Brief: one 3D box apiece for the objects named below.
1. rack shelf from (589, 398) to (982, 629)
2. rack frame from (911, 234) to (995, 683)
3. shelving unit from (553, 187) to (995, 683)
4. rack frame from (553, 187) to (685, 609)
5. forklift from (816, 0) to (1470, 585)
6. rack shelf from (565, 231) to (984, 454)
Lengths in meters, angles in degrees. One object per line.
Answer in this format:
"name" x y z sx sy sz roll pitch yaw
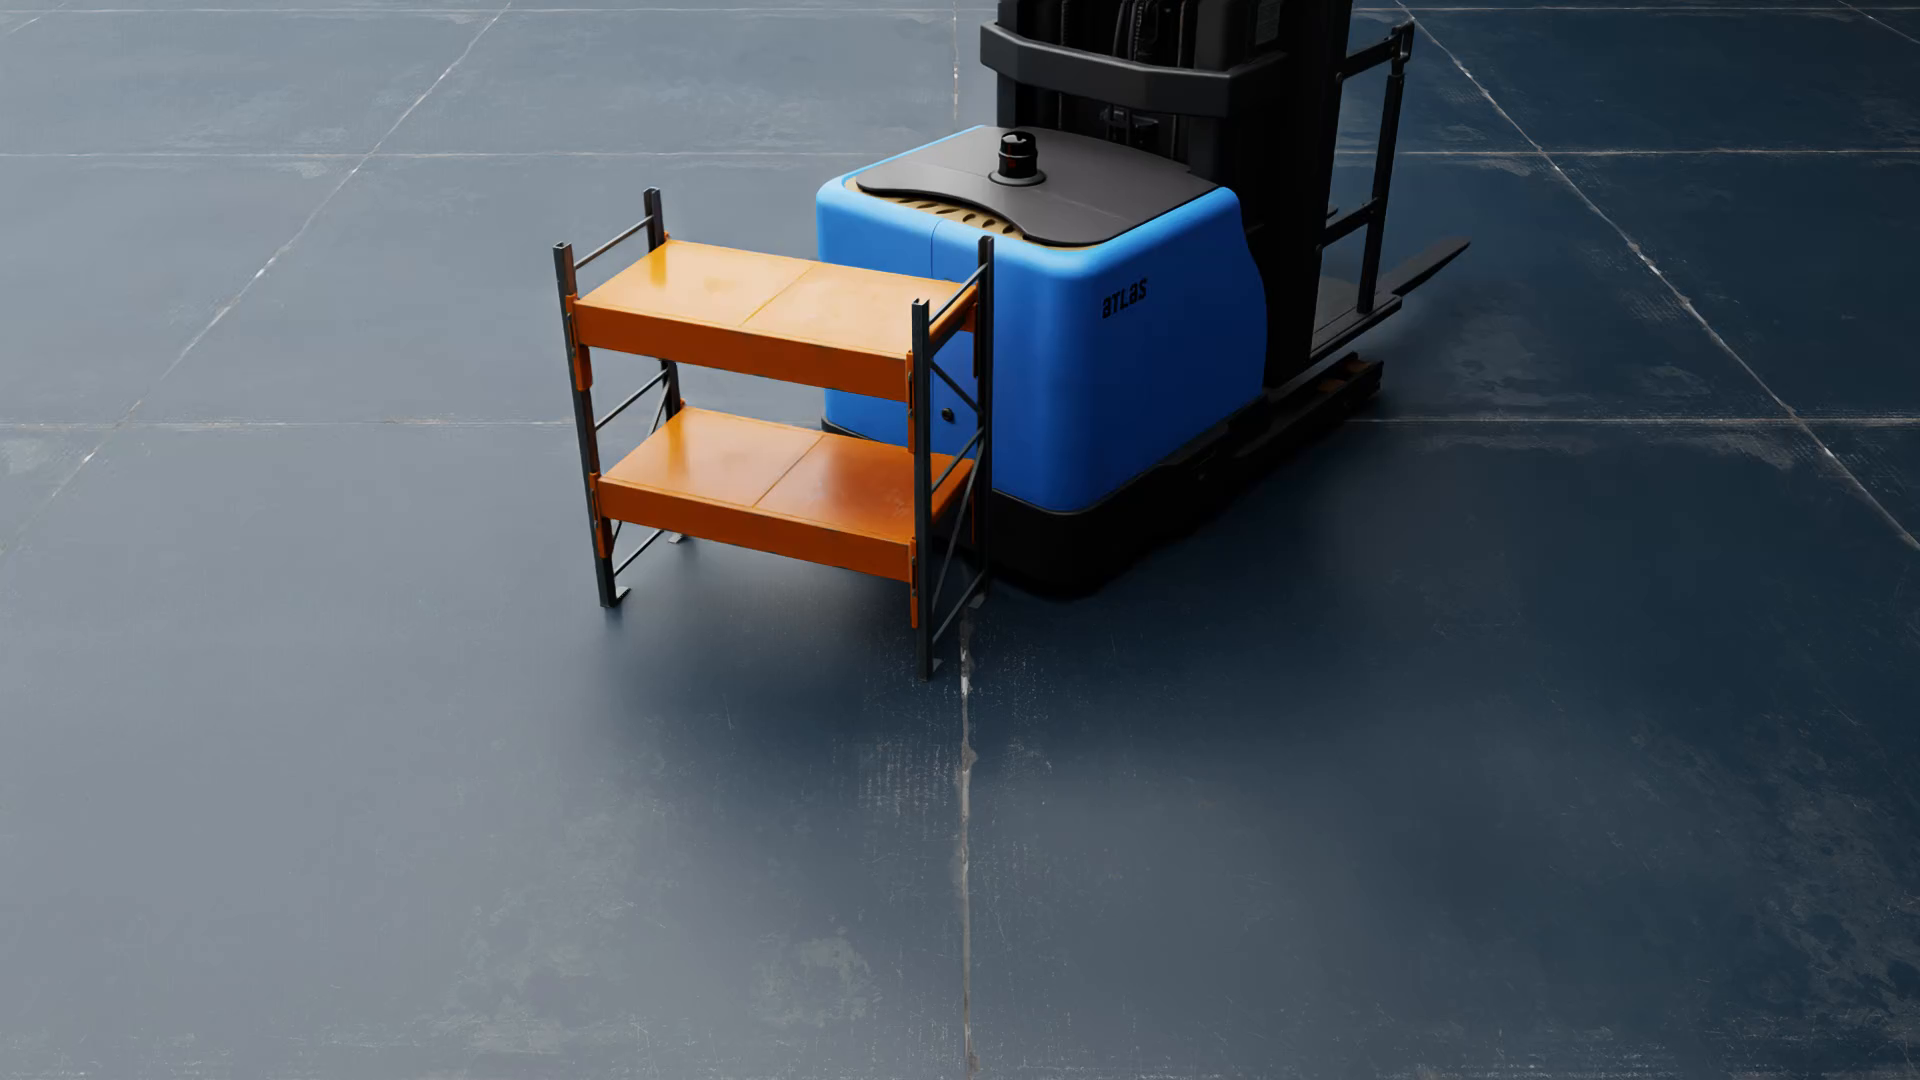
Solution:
"rack shelf" -0.486 -0.096 4.795 1.000 0.278 0.538 12 33 18
"rack frame" -0.013 -0.208 4.509 0.032 1.125 0.500 12 33 18
"shelving unit" -0.486 -0.305 4.669 1.048 1.125 0.538 12 33 18
"rack frame" -0.959 -0.402 4.828 0.032 1.125 0.500 12 33 18
"forklift" 0.884 -1.814 5.415 1.130 2.935 3.031 23 38 33
"rack shelf" -0.486 -0.555 4.517 1.000 0.278 0.538 12 33 18
